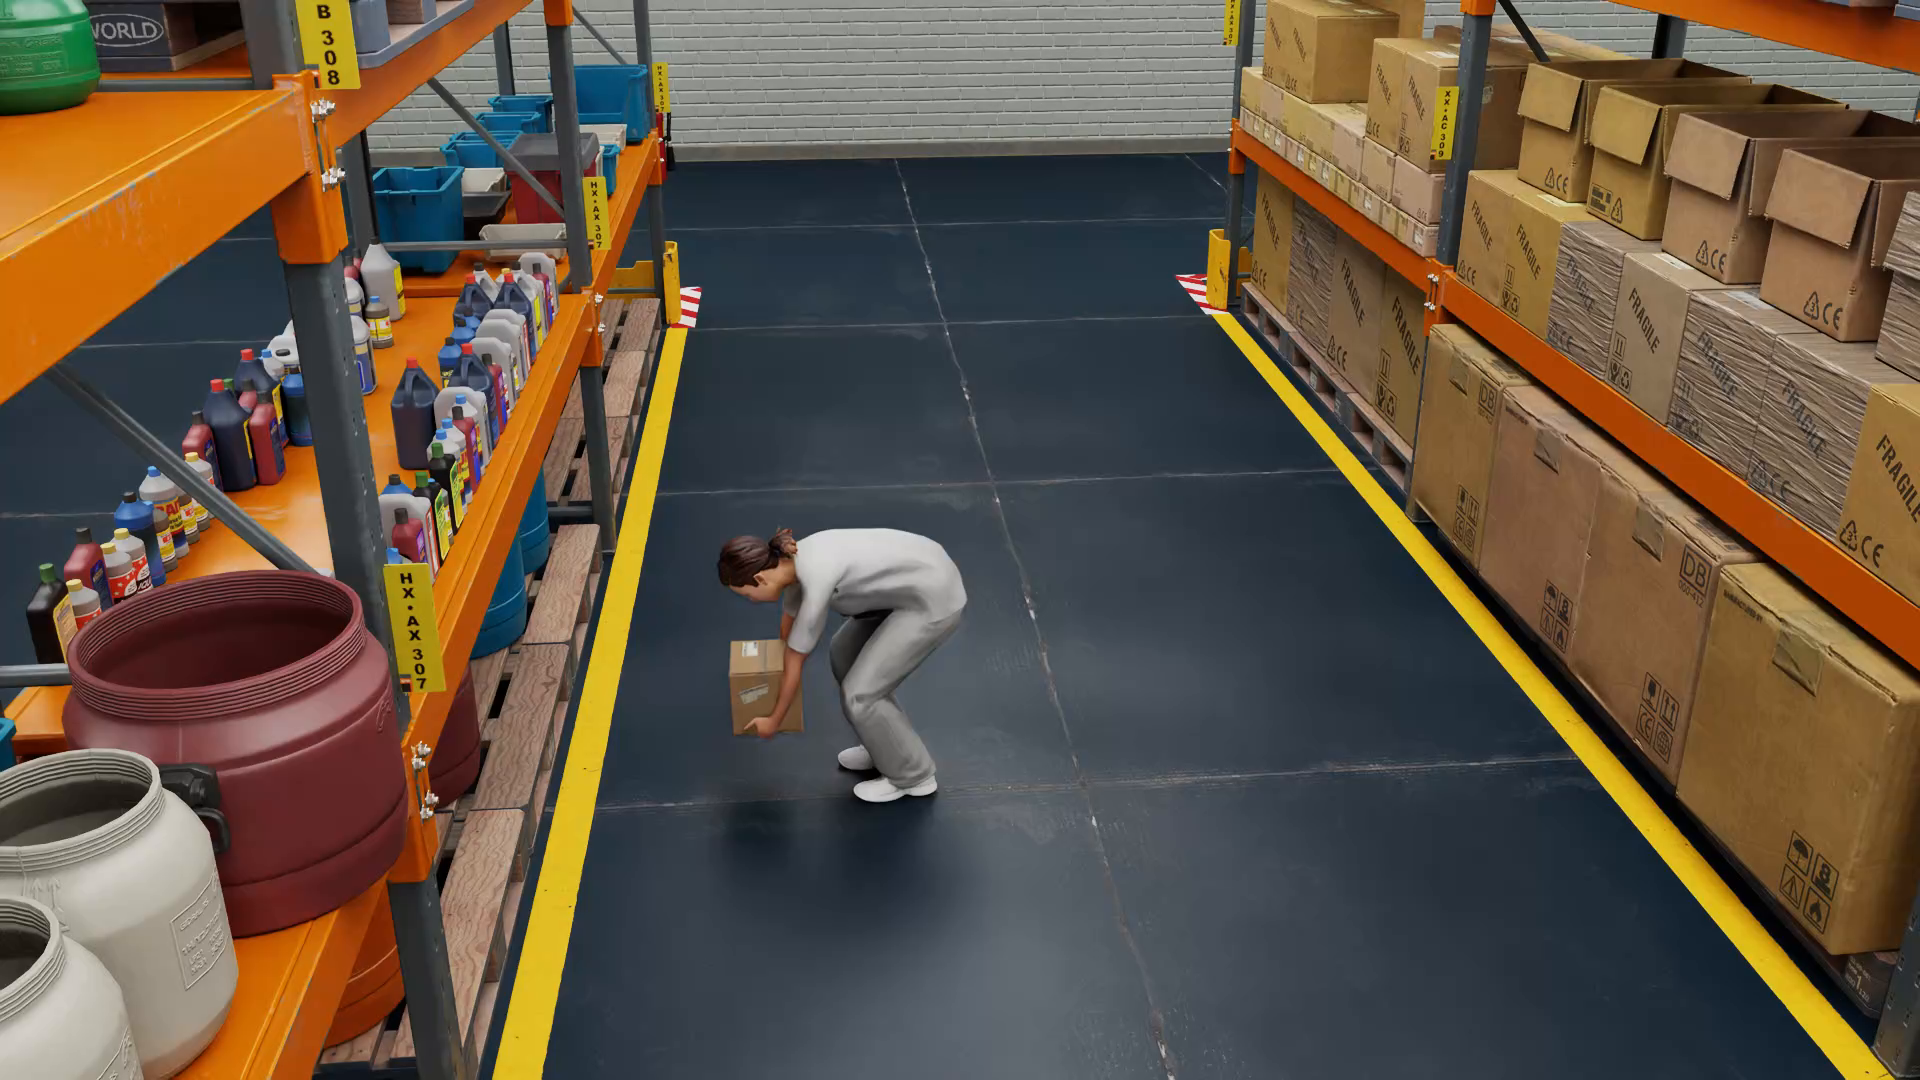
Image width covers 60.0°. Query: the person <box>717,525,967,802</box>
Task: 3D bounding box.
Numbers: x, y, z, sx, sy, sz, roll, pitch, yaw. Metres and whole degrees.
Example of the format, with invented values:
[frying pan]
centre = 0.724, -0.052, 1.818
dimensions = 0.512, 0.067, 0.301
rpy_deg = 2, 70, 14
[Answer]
[person]
centre = -0.411, 0.425, 5.945
dimensions = 0.865, 1.024, 0.460
rpy_deg = -3, 24, -8
